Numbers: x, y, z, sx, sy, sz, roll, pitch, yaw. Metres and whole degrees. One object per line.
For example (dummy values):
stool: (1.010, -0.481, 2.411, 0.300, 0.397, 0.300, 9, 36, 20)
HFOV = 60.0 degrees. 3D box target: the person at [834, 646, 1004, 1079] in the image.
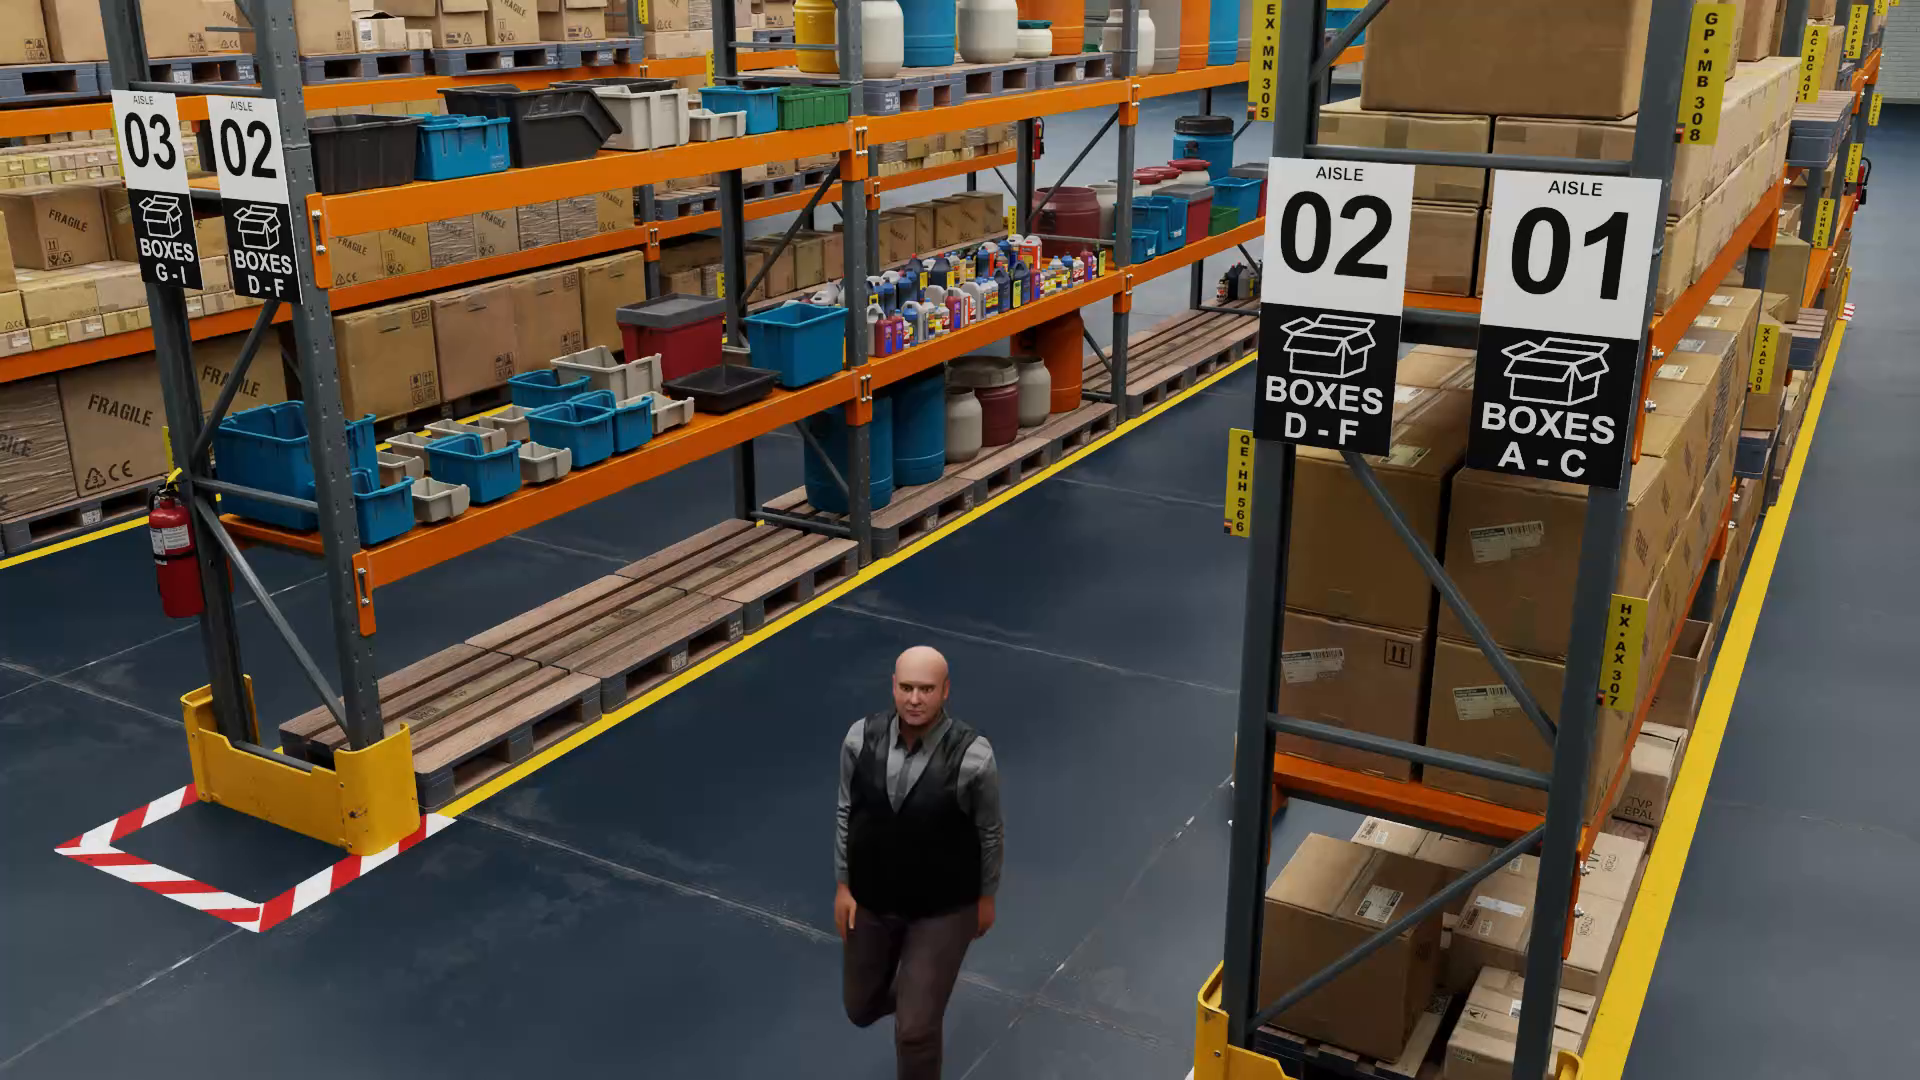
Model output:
person: (-0.137, 1.135, 5.336, 0.531, 1.693, 0.773, 8, 21, 21)
